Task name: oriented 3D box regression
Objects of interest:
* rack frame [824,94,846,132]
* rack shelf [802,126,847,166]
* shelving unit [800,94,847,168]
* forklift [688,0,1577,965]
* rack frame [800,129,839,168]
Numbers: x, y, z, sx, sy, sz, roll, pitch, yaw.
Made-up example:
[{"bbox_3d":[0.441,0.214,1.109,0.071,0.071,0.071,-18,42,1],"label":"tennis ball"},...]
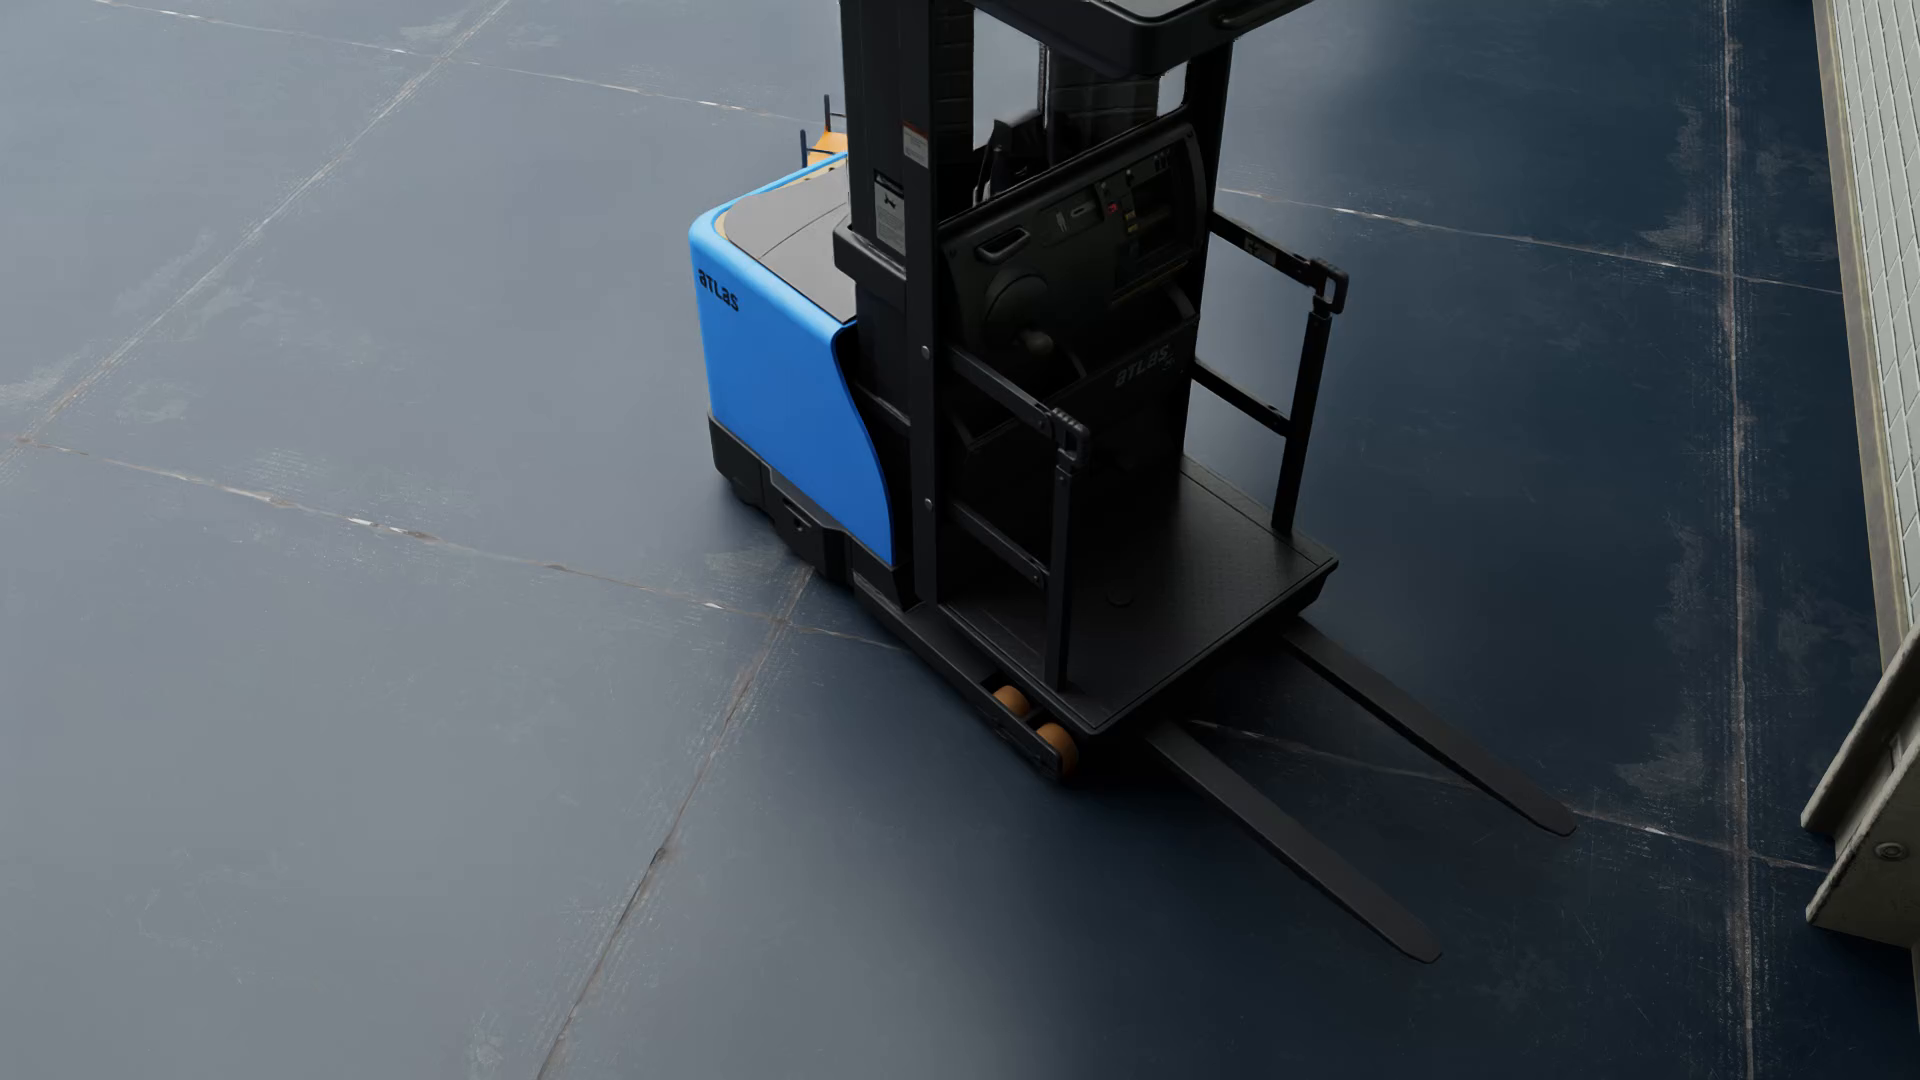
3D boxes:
[{"bbox_3d":[-0.383,-1.172,6.197,0.200,1.050,0.008,11,46,11],"label":"rack frame"},{"bbox_3d":[-0.416,-1.285,5.922,0.215,0.259,0.240,11,46,11],"label":"rack shelf"},{"bbox_3d":[-0.416,-1.090,6.113,0.215,1.050,0.252,11,46,11],"label":"shelving unit"},{"bbox_3d":[0.470,-0.738,4.408,1.130,2.935,3.031,-32,52,-28],"label":"forklift"},{"bbox_3d":[-0.450,-1.008,6.030,0.200,1.050,0.008,11,46,11],"label":"rack frame"}]
